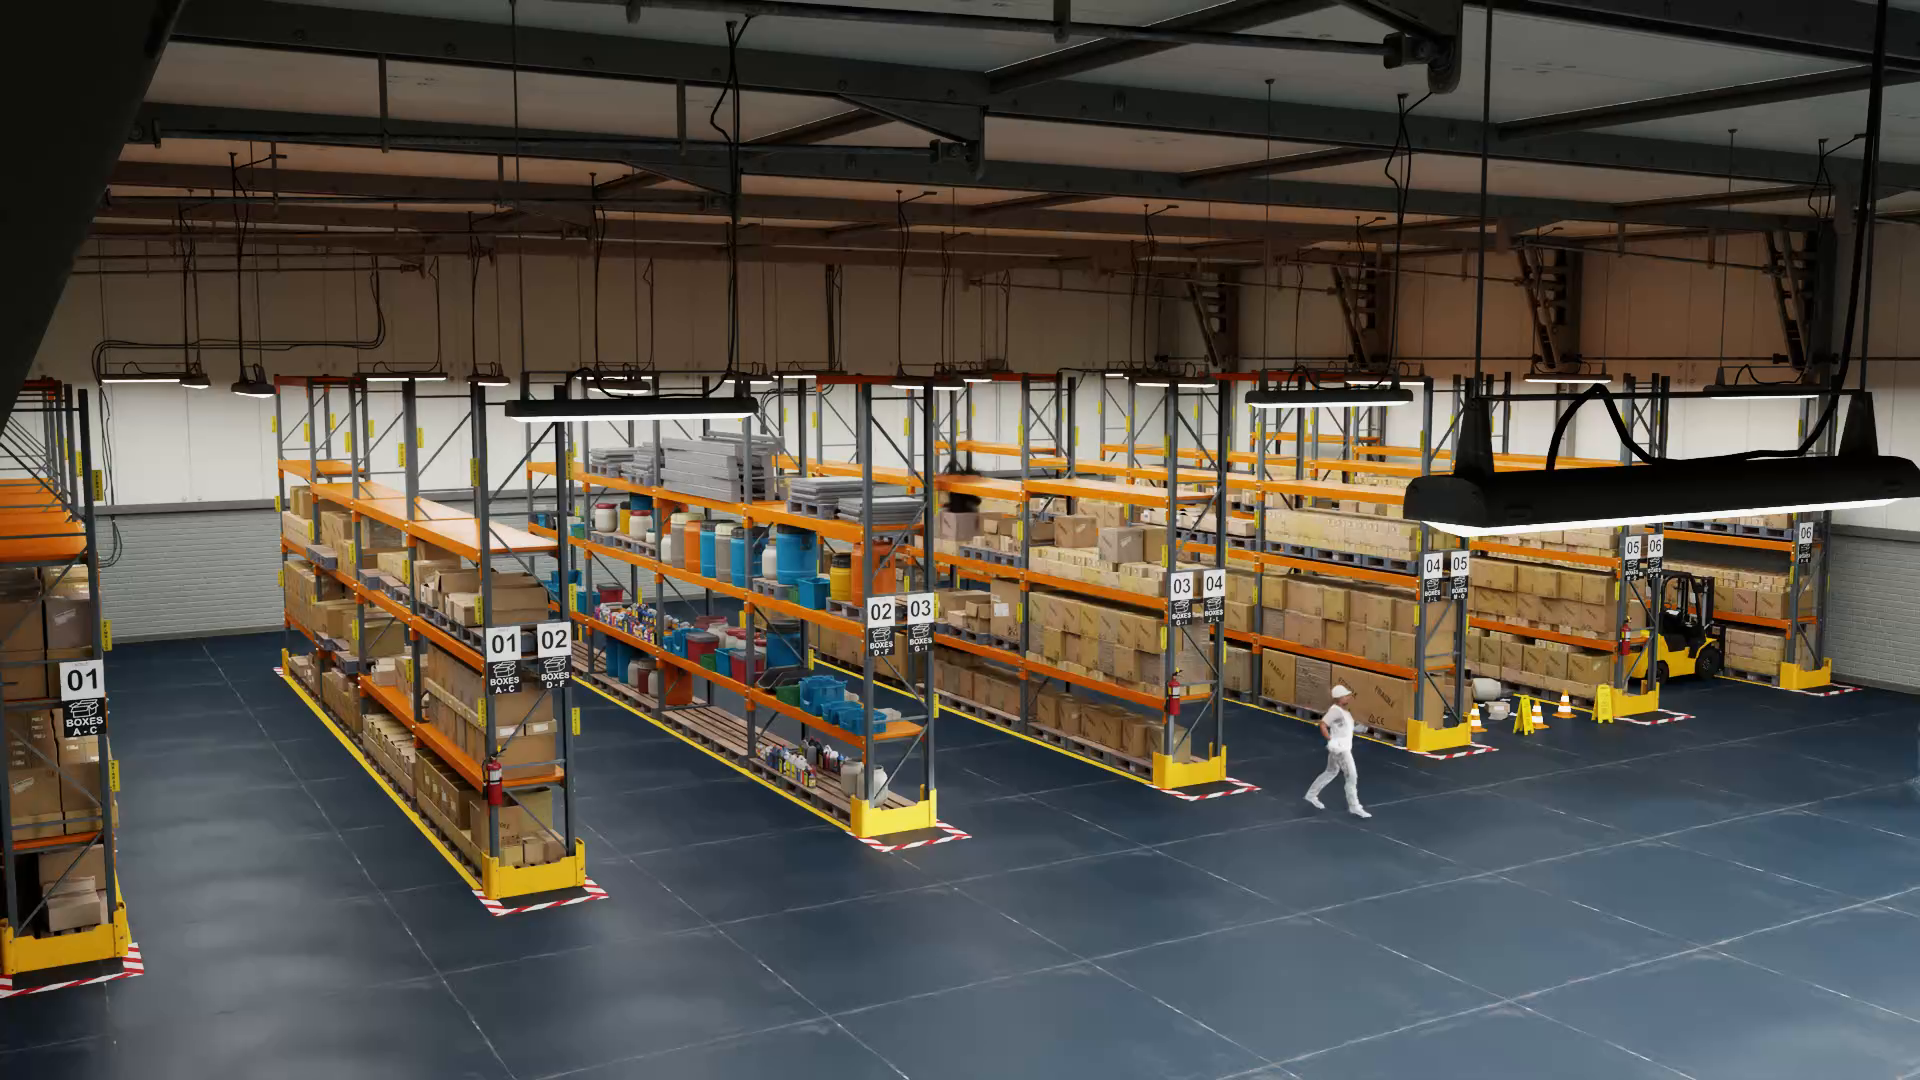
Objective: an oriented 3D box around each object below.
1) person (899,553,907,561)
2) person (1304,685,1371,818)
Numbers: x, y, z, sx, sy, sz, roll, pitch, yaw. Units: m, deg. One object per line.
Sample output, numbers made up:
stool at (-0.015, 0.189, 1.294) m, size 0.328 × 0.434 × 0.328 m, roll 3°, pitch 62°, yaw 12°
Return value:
person at (-1.374, 1.190, 39.385) m, size 0.657 × 1.781 × 0.741 m, roll -1°, pitch 6°, yaw -8°
person at (5.243, 2.906, 23.011) m, size 0.914 × 1.810 × 0.679 m, roll 1°, pitch 6°, yaw 11°
